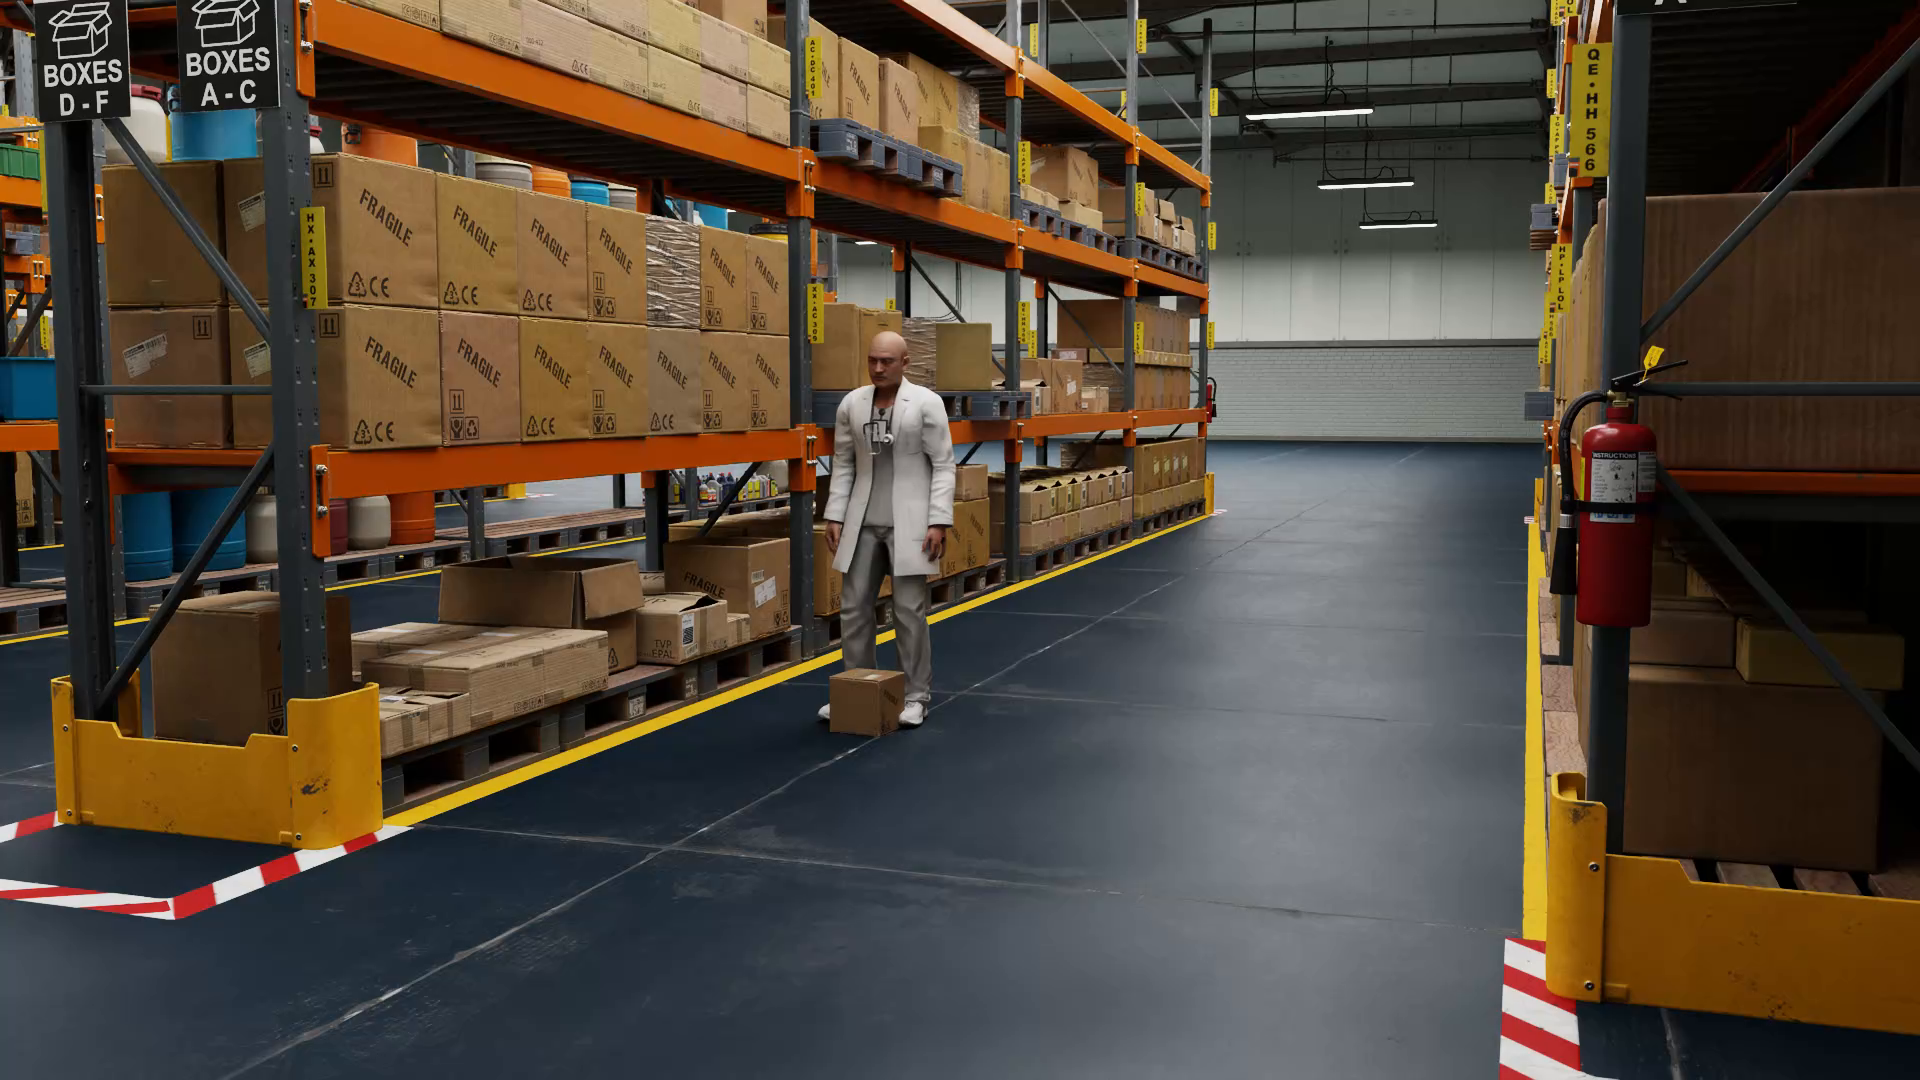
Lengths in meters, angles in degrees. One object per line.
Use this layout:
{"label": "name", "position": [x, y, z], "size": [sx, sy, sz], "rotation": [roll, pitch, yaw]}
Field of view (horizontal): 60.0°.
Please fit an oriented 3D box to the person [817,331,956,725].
{"label": "person", "position": [-0.330, -0.058, 7.589], "size": [0.640, 1.773, 0.425], "rotation": [2, 5, 21]}
